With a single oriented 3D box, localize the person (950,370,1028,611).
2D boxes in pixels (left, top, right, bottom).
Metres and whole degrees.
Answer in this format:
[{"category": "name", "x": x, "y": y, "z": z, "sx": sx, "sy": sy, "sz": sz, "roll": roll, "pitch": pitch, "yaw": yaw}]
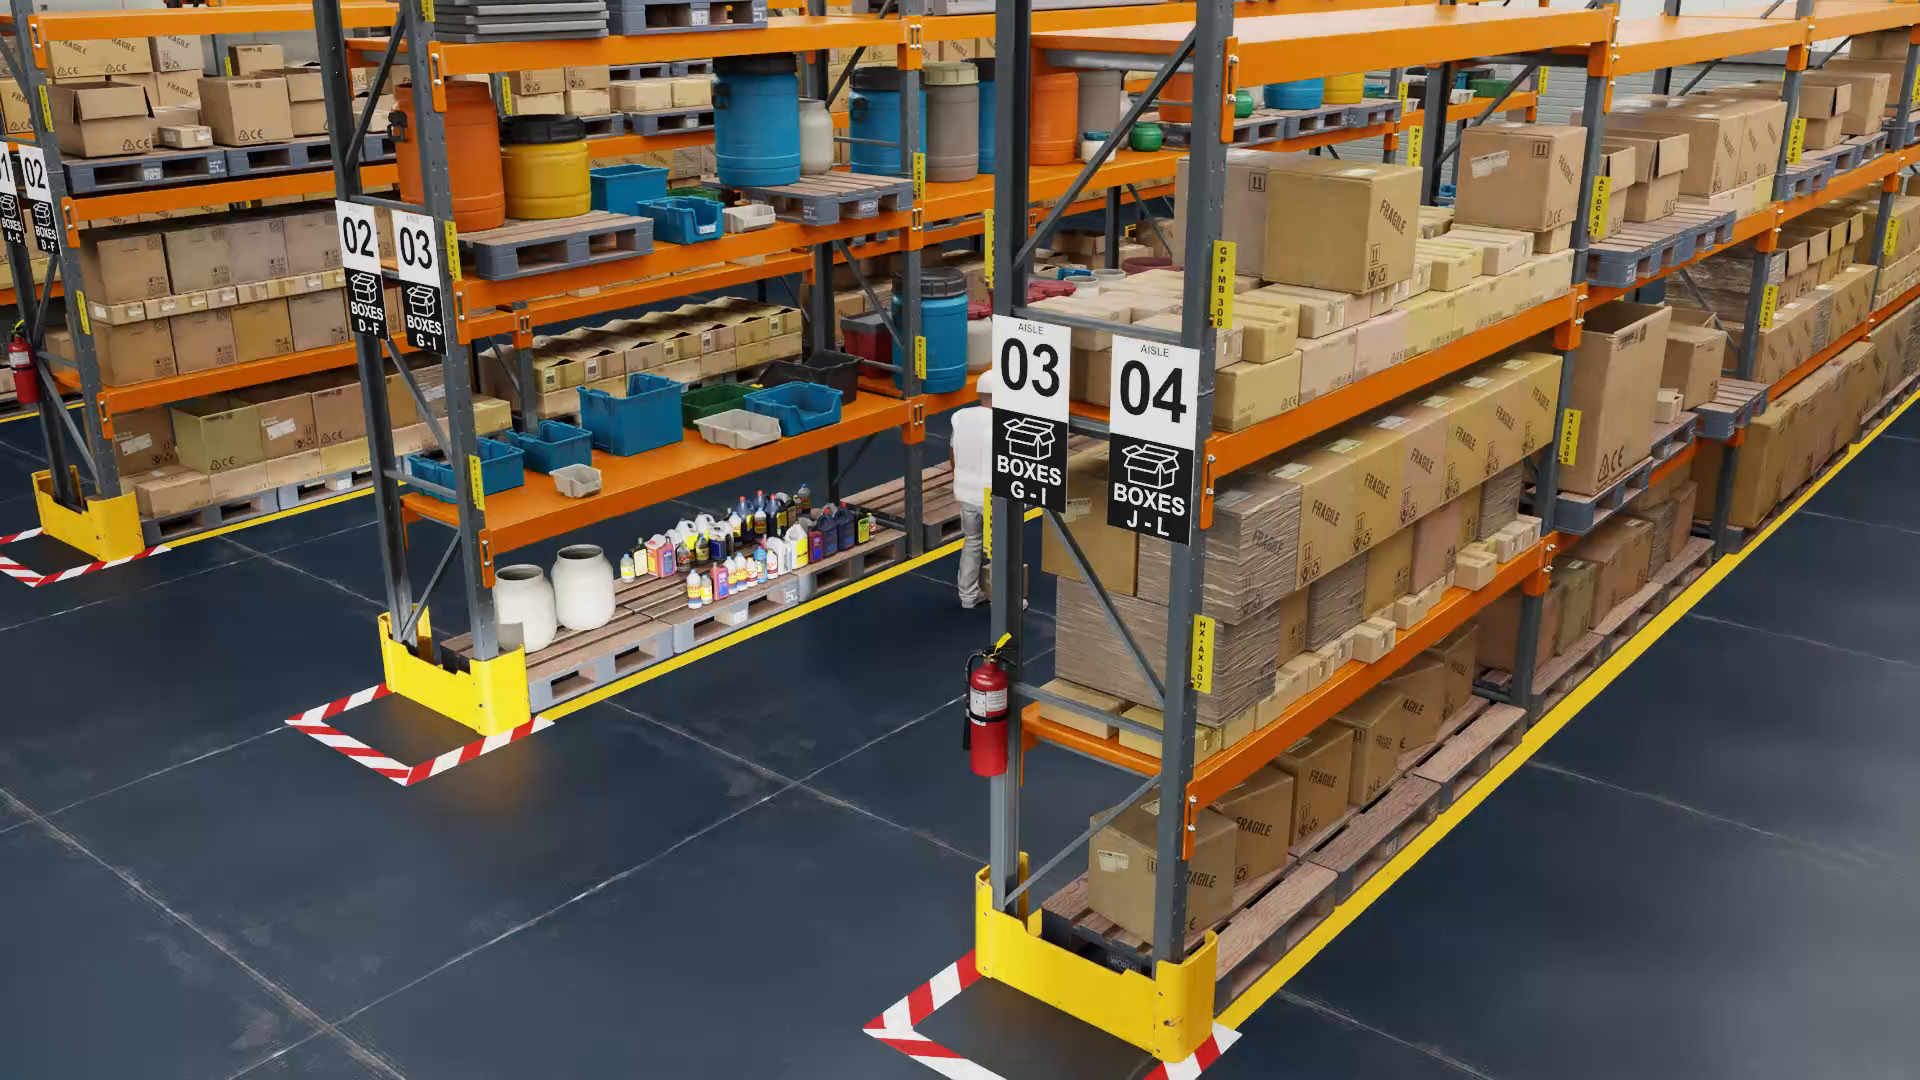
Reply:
[{"category": "person", "x": 0.199, "y": -0.339, "z": 11.989, "sx": 0.618, "sy": 1.774, "sz": 0.447, "roll": 16, "pitch": 25, "yaw": 37}]
